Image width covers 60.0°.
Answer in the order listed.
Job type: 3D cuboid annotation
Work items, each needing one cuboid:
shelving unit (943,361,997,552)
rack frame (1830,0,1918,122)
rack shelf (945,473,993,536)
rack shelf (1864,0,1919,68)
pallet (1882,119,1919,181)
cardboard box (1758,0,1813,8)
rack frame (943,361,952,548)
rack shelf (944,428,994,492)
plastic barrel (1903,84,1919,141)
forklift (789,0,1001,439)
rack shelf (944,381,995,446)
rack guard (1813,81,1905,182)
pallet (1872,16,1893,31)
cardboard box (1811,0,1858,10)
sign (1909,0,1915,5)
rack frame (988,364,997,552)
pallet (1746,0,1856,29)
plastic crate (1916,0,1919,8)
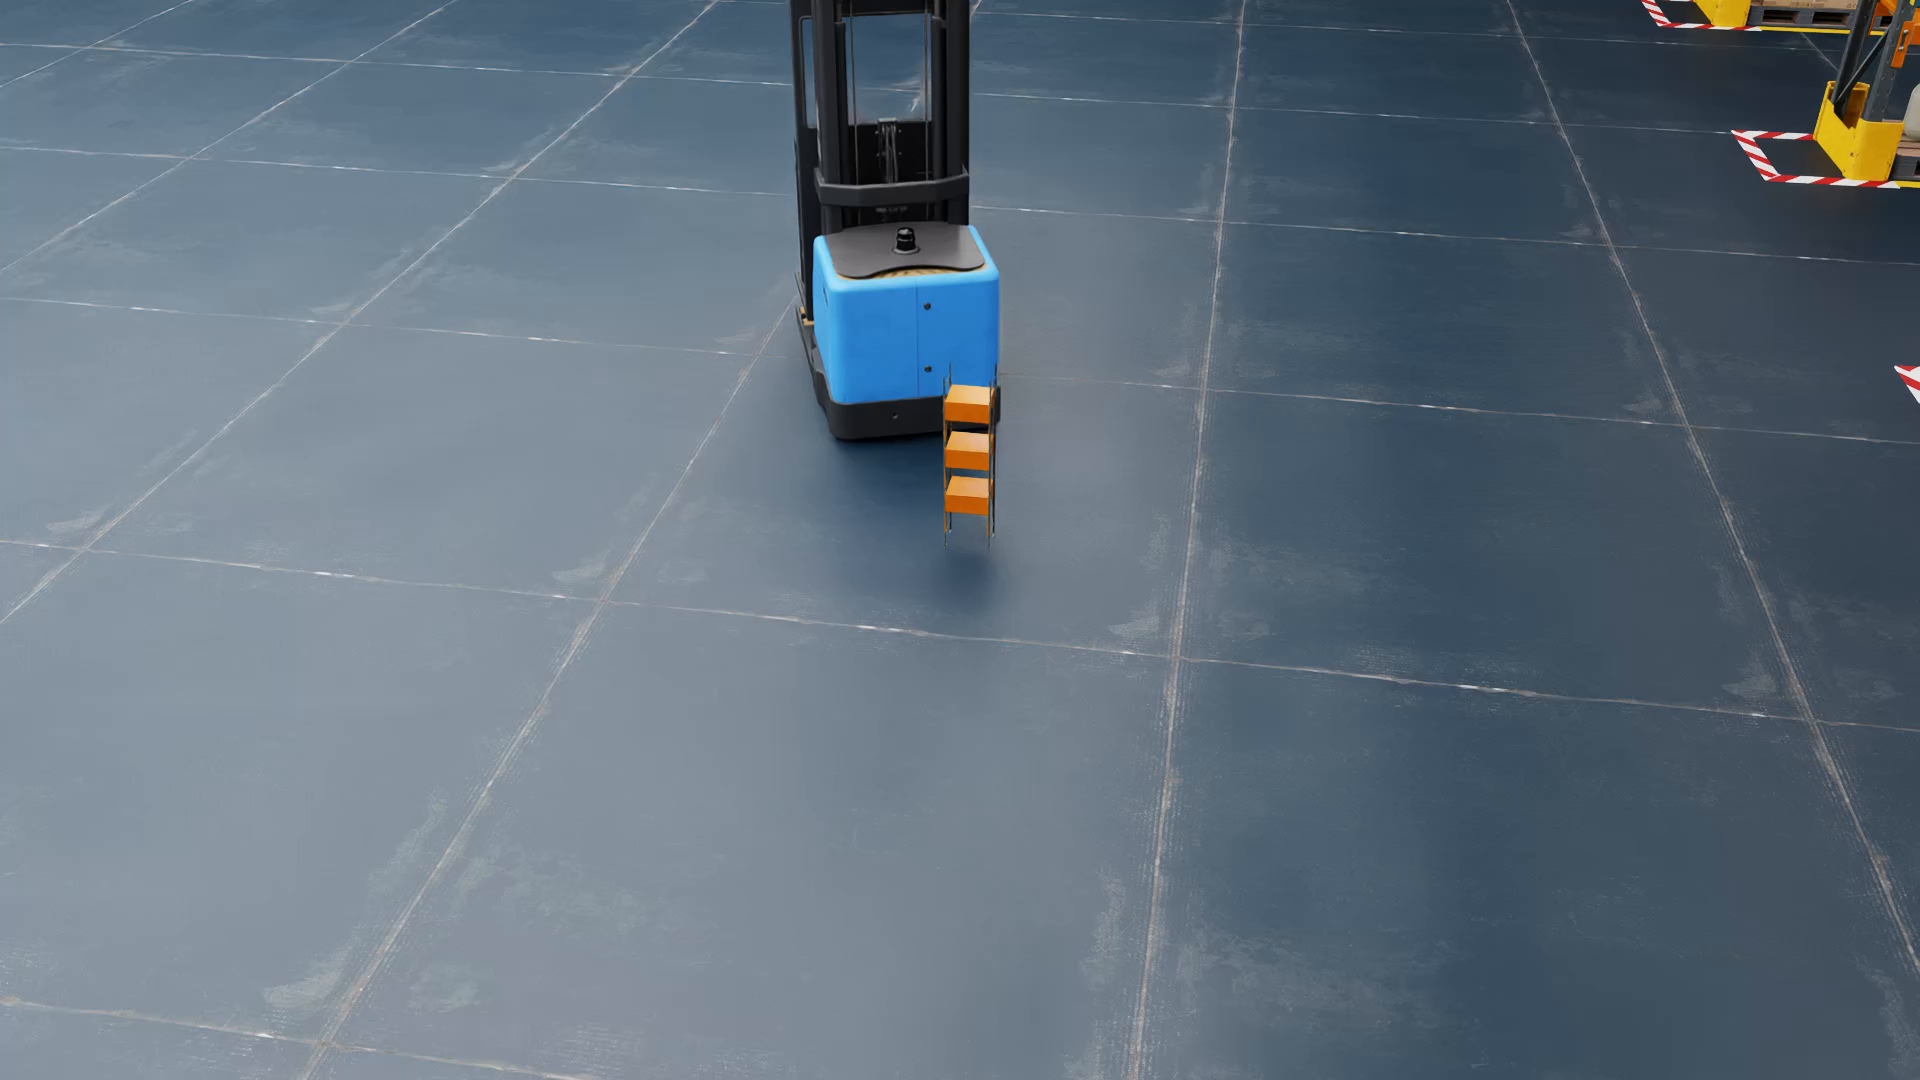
[{"bbox_3d":[0.053,-0.440,8.964,0.252,1.050,0.215,5,32,8],"label":"shelving unit"},{"bbox_3d":[7.729,-4.610,13.788,0.127,3.000,1.000,5,32,8],"label":"rack frame"},{"bbox_3d":[0.053,-0.196,9.117,0.240,0.259,0.215,5,32,8],"label":"rack shelf"},{"bbox_3d":[9.701,-4.127,13.694,4.000,0.370,1.077,5,32,8],"label":"rack shelf"},{"bbox_3d":[8.612,-3.371,14.436,1.213,0.211,1.003,5,32,8],"label":"pallet"},{"bbox_3d":[9.057,-6.049,18.282,0.500,0.250,0.500,5,32,8],"label":"cardboard box"},{"bbox_3d":[-0.068,-0.451,8.981,0.008,1.050,0.200,5,32,8],"label":"rack frame"},{"bbox_3d":[0.053,-0.431,8.969,0.240,0.259,0.215,5,32,8],"label":"rack shelf"},{"bbox_3d":[8.391,-3.715,14.307,0.421,0.512,0.421,0,32,0],"label":"plastic barrel"},{"bbox_3d":[-0.530,-2.623,10.678,1.130,2.935,3.031,-6,33,-9],"label":"forklift"},{"bbox_3d":[0.053,-0.672,8.819,0.240,0.259,0.215,5,32,8],"label":"rack shelf"},{"bbox_3d":[7.812,-3.568,14.480,0.348,0.500,1.175,5,32,8],"label":"rack guard"},{"bbox_3d":[10.526,-5.862,18.416,1.213,0.211,1.003,5,32,8],"label":"pallet"},{"bbox_3d":[9.551,-6.006,18.214,0.500,0.250,0.500,5,32,8],"label":"cardboard box"},{"bbox_3d":[7.632,-4.440,13.256,0.005,0.325,0.100,5,32,8],"label":"sign"},{"bbox_3d":[0.173,-0.429,8.946,0.008,1.050,0.200,5,32,8],"label":"rack frame"},{"bbox_3d":[9.327,-5.972,18.592,1.213,0.211,1.003,5,32,8],"label":"pallet"},{"bbox_3d":[8.273,-4.659,14.006,0.616,0.251,0.499,5,32,8],"label":"plastic crate"}]
